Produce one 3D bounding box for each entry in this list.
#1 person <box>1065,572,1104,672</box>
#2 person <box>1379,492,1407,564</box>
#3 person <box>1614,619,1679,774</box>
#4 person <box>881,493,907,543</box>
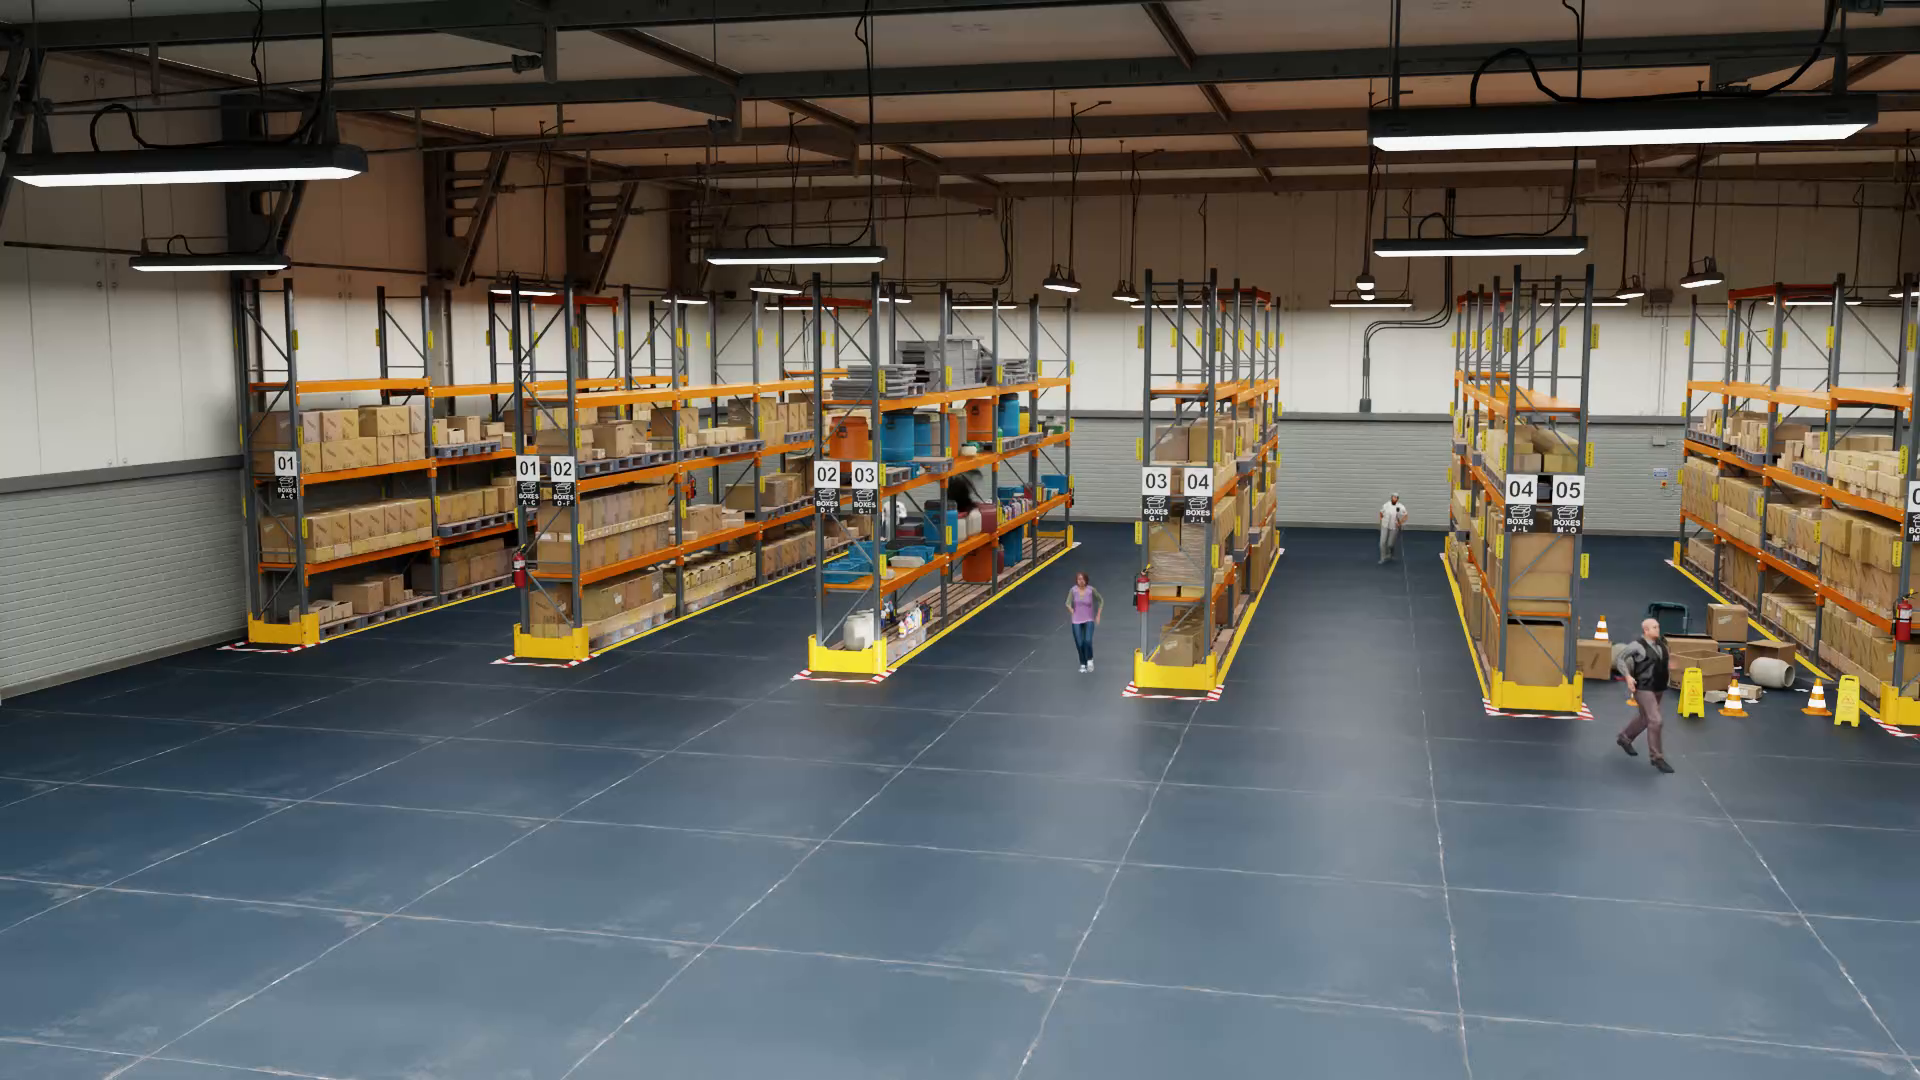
[{"bbox_3d":[1.848,1.242,24.931,0.559,1.548,0.648,2,7,13],"label":"person"},{"bbox_3d":[9.734,-0.273,37.477,0.635,1.616,0.583,4,8,30],"label":"person"},{"bbox_3d":[8.095,1.793,19.565,0.642,1.751,0.893,-4,8,-31],"label":"person"},{"bbox_3d":[-1.488,-0.290,36.993,0.590,1.683,0.898,0,7,4],"label":"person"}]
